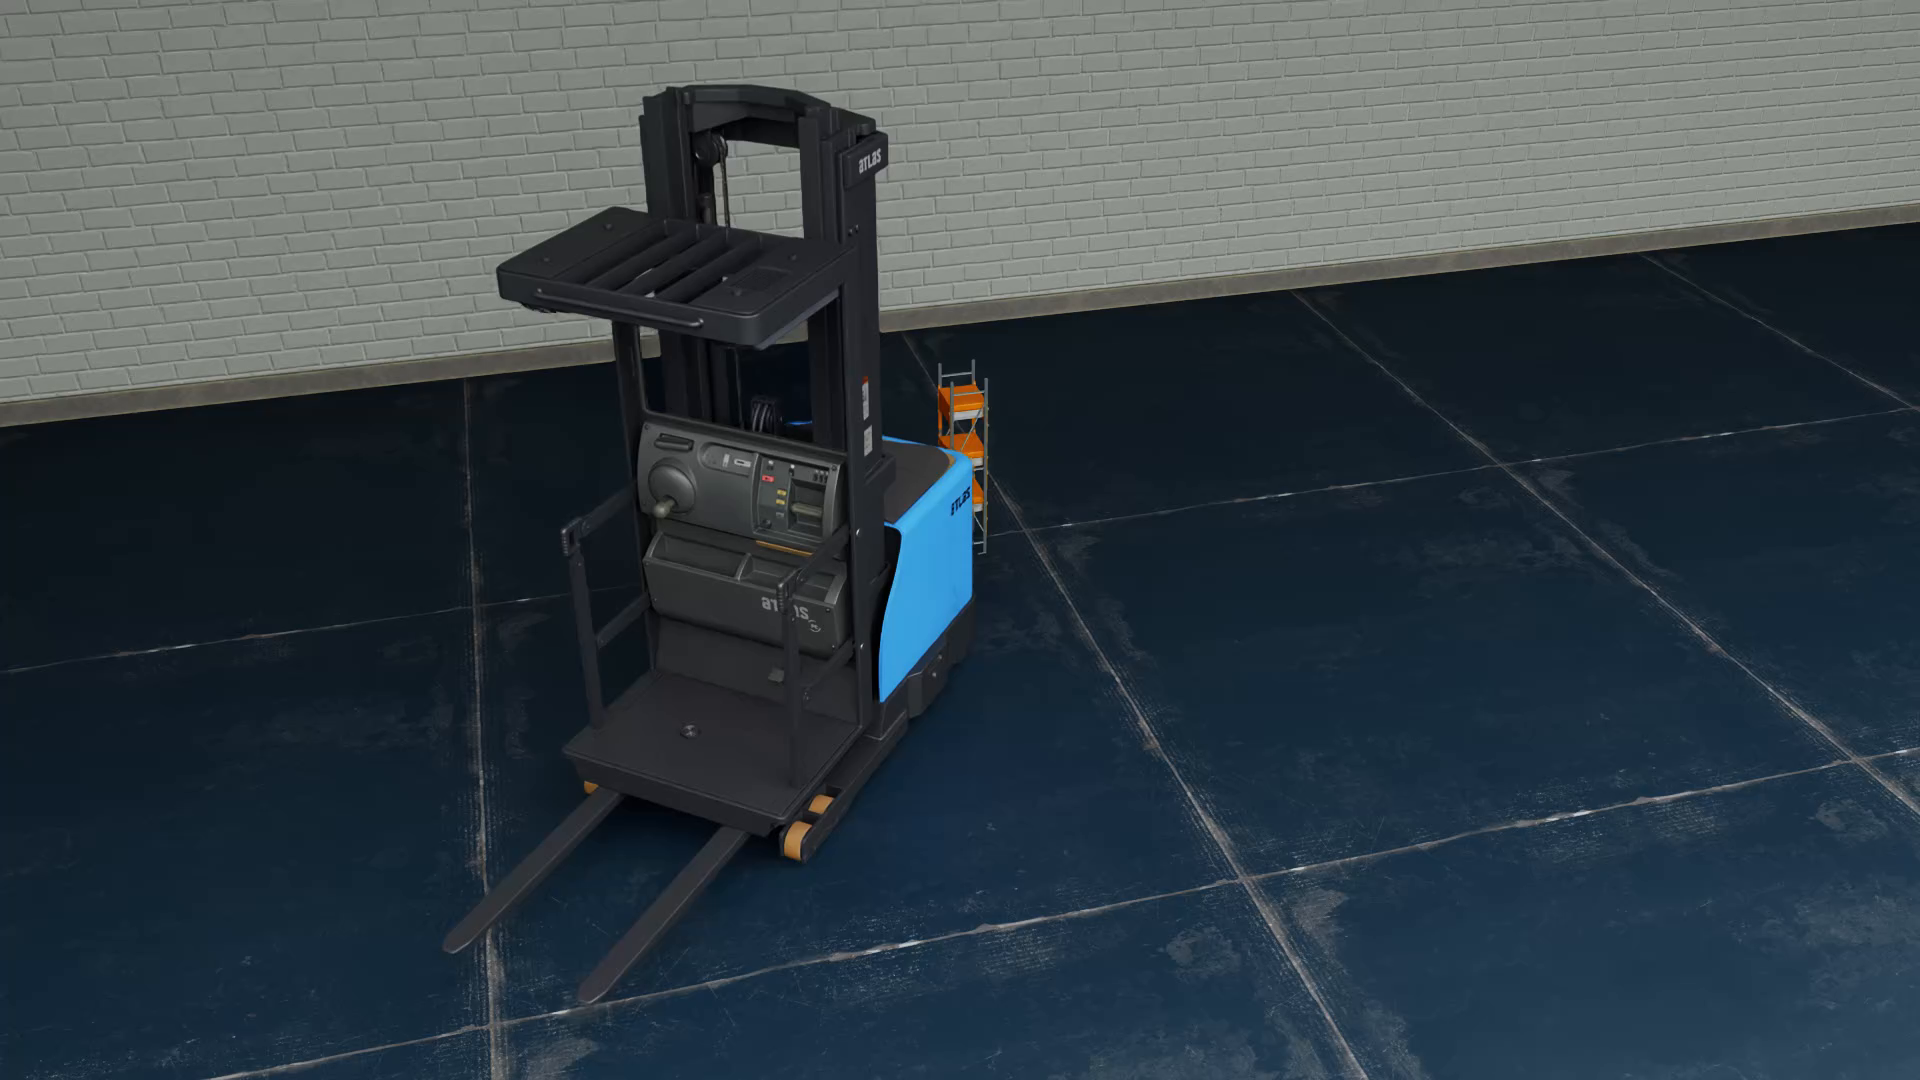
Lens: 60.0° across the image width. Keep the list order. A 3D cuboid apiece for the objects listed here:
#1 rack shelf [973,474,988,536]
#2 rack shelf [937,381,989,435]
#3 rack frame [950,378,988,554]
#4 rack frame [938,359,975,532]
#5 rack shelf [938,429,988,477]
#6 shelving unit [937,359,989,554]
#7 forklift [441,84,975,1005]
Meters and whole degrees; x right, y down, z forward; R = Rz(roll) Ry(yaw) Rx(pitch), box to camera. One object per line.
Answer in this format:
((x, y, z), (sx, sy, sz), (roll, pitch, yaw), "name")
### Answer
((0.014, -0.179, 9.087), (0.215, 0.259, 0.240), (-8, 31, -13), "rack shelf")
((0.014, -0.665, 8.806), (0.215, 0.259, 0.240), (-8, 31, -13), "rack shelf")
((0.047, -0.370, 8.841), (0.200, 1.050, 0.008), (-8, 31, -13), "rack frame")
((-0.018, -0.487, 9.044), (0.200, 1.050, 0.008), (-8, 31, -13), "rack frame")
((0.014, -0.419, 8.948), (0.215, 0.259, 0.240), (-8, 31, -13), "rack shelf")
((0.014, -0.429, 8.942), (0.215, 1.050, 0.252), (-8, 31, -13), "shelving unit")
((-0.997, -0.177, 6.629), (1.130, 2.935, 3.031), (13, 32, 21), "forklift")
